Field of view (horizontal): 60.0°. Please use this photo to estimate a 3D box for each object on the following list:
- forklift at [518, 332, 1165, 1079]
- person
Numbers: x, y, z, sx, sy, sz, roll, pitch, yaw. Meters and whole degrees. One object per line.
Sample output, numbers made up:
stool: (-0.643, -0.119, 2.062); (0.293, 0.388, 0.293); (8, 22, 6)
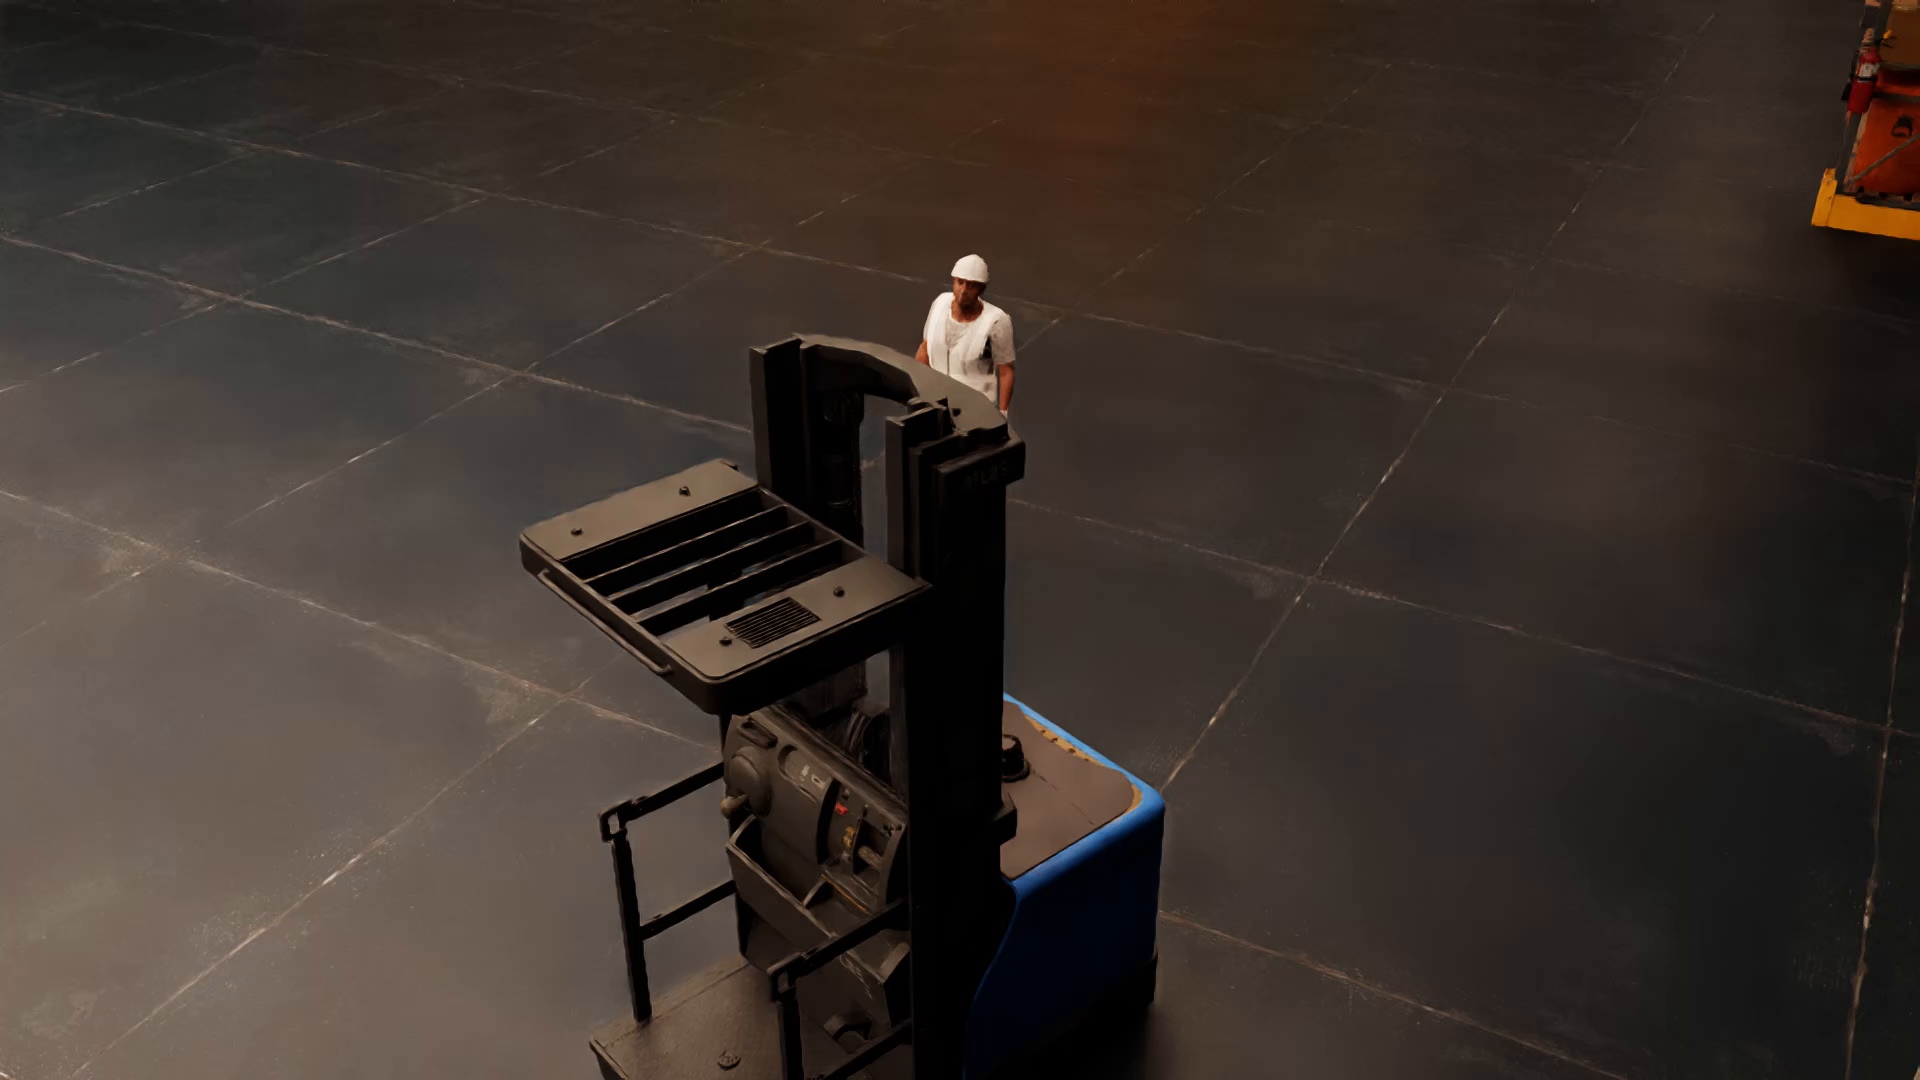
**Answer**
forklift: (-0.660, 0.917, 5.481); (3.031, 2.935, 1.130); (-24, 37, -35)
person: (-0.042, -0.749, 9.502); (0.655, 1.782, 0.576); (15, 33, 25)
